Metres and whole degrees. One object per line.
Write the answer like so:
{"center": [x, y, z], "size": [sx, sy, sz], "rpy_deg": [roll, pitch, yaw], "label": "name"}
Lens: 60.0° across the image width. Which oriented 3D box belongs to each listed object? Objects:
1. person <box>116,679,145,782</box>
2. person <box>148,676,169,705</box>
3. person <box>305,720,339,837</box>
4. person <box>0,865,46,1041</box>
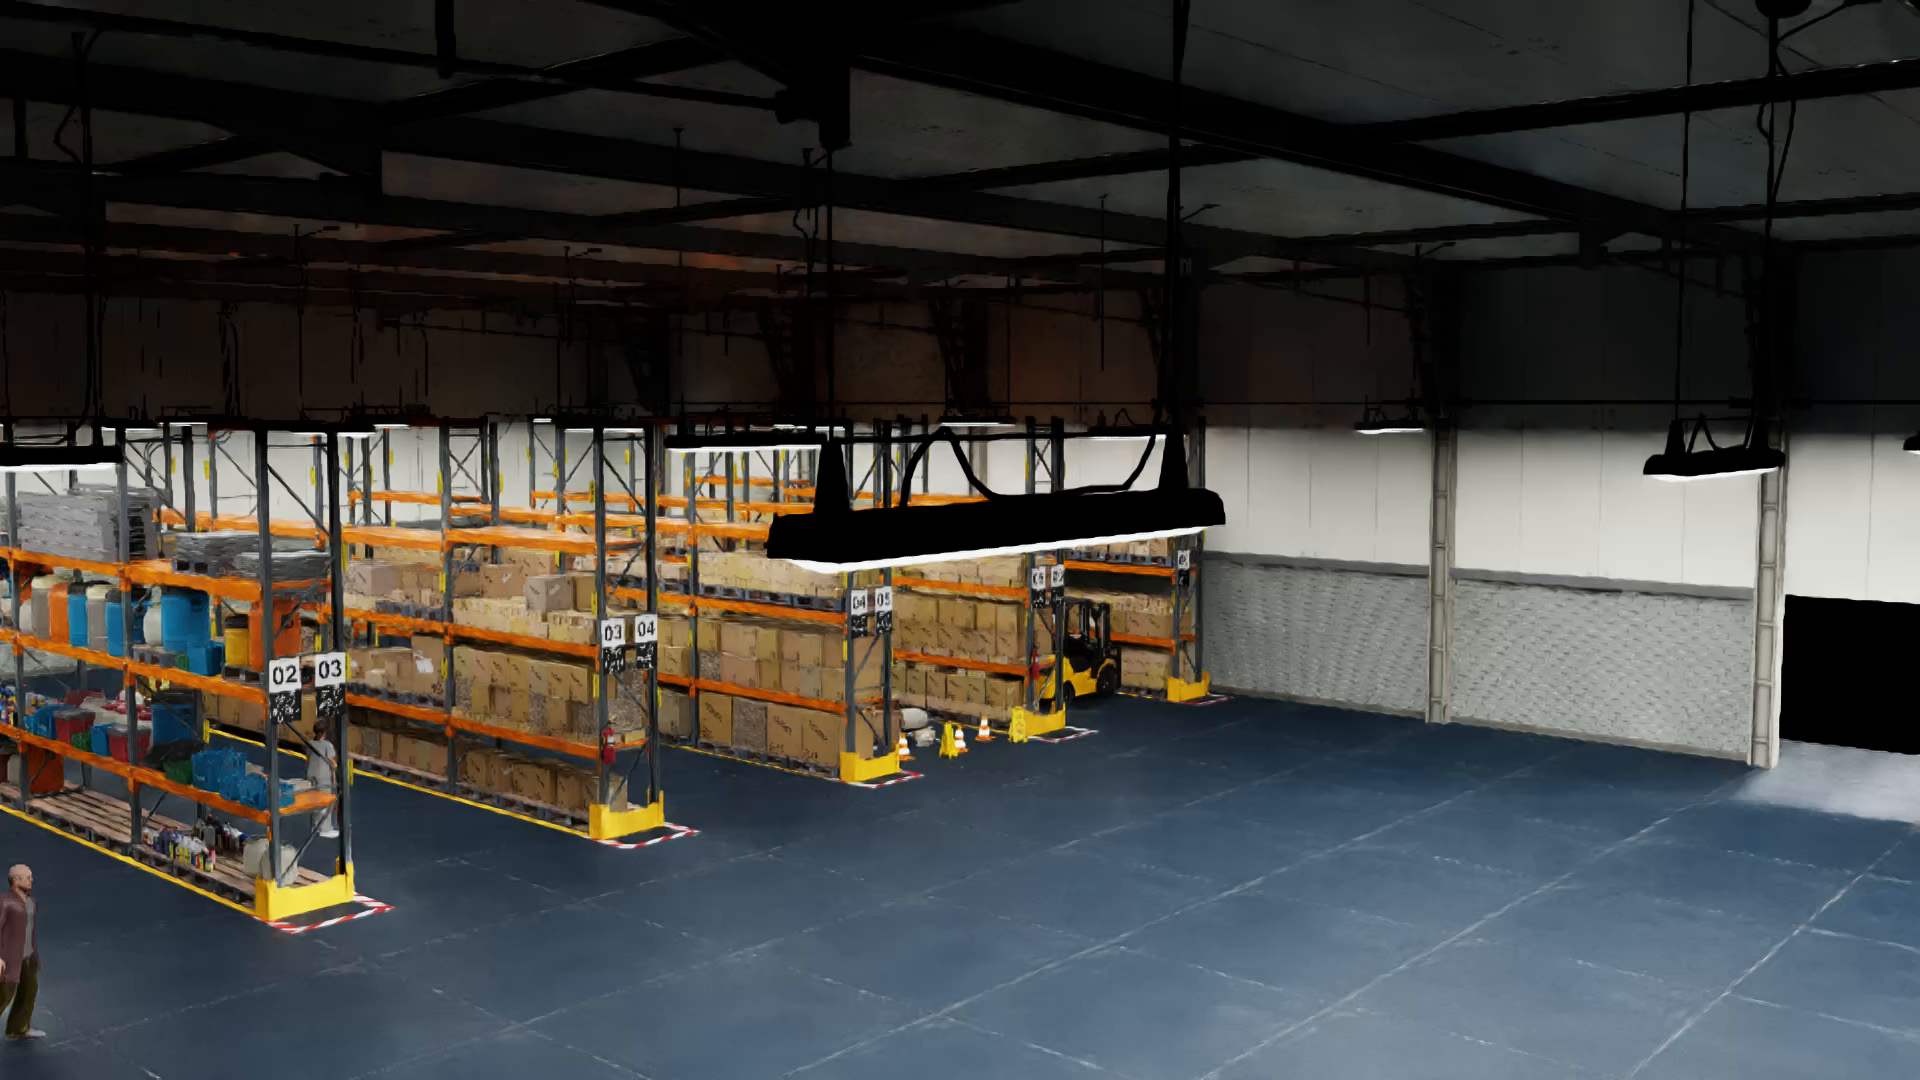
{"center": [-13.783, 3.113, 27.742], "size": [0.625, 1.794, 0.468], "rpy_deg": [2, 5, 20], "label": "person"}
{"center": [-15.195, 2.825, 31.420], "size": [0.497, 1.765, 0.625], "rpy_deg": [-2, 5, -19], "label": "person"}
{"center": [-9.293, 3.462, 24.262], "size": [0.538, 1.679, 0.454], "rpy_deg": [1, 5, 14], "label": "person"}
{"center": [-9.415, 4.086, 16.422], "size": [0.615, 1.766, 0.616], "rpy_deg": [1, 5, 6], "label": "person"}
